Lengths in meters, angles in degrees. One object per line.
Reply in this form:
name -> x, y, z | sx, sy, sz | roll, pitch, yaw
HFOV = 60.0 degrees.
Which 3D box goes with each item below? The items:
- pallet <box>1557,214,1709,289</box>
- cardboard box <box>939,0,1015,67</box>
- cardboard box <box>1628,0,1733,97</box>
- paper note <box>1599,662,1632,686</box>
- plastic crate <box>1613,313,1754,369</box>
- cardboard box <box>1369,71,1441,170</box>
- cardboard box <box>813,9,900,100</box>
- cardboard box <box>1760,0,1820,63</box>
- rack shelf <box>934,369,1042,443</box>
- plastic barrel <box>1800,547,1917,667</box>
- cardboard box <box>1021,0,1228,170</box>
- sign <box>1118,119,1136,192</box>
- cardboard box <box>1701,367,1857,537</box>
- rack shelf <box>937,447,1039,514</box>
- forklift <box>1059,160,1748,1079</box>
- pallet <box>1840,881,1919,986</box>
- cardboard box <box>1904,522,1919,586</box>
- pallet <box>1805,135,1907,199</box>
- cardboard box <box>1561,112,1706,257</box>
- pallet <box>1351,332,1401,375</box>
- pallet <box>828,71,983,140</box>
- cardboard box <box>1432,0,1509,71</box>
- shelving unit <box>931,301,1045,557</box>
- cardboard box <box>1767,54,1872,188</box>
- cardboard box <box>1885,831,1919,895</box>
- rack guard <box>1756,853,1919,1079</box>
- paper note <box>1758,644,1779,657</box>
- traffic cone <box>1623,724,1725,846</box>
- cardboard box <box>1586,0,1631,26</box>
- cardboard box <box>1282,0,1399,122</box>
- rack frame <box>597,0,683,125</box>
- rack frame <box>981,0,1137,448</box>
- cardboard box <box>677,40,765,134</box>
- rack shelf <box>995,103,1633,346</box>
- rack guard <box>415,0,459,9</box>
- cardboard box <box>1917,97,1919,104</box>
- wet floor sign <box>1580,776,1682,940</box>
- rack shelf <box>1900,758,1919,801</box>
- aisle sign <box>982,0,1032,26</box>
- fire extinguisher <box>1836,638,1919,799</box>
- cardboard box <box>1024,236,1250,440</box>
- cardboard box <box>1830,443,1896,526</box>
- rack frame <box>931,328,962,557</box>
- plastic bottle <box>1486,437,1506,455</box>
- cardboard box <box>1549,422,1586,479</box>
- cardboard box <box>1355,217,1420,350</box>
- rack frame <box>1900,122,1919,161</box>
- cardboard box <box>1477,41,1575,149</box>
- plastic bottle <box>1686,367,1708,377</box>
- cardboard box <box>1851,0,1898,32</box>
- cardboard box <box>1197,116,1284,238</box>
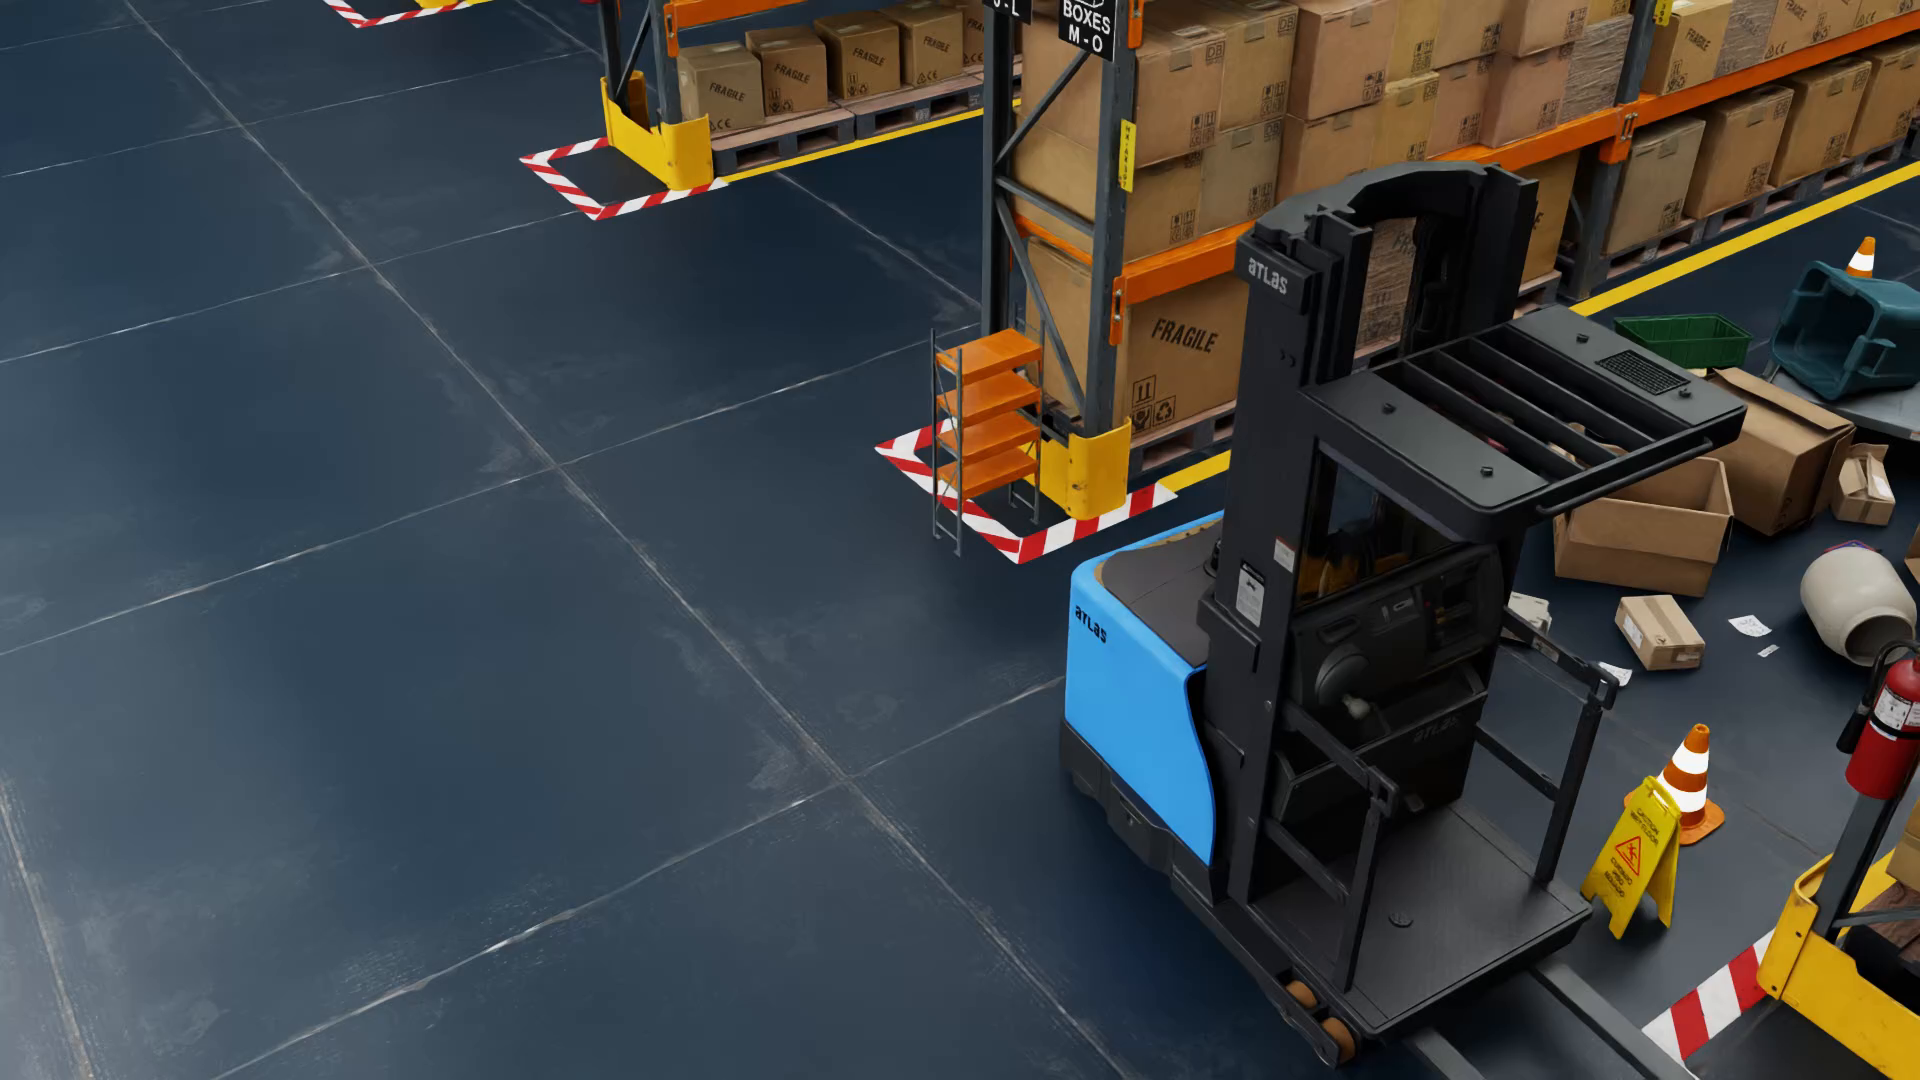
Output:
pallet -> 4.309, -2.156, 11.381 | 1.213, 0.211, 1.003 | -22, 41, -28
cardboard box -> 0.133, -4.238, 13.668 | 0.500, 0.500, 0.500 | -10, 37, -14
cardboard box -> 4.307, -3.082, 10.194 | 0.500, 0.500, 0.500 | -22, 41, -27
paper note -> 3.012, 0.618, 7.677 | 0.148, 0.019, 0.142 | 22, 41, 28
plastic crate -> 4.334, -1.191, 10.009 | 0.662, 0.188, 0.450 | -3, 26, -4
cardboard box -> 2.106, -2.377, 9.170 | 0.500, 0.550, 0.875 | -22, 41, -28
cardboard box -> -0.811, -3.825, 13.094 | 0.500, 0.500, 0.500 | -18, 40, -24
cardboard box -> 5.129, -3.419, 10.663 | 0.500, 0.500, 0.500 | -23, 41, -28
rack shelf -> 0.135, -0.670, 8.199 | 0.480, 0.148, 0.258 | -22, 41, -28
plastic barrel -> 4.202, 0.310, 7.770 | 0.421, 0.421, 0.512 | 3, 36, 4
cardboard box -> 0.778, -2.253, 8.074 | 0.550, 0.550, 0.875 | -22, 41, -28
sign -> 0.767, -1.764, 7.638 | 0.005, 0.325, 0.100 | -22, 41, -28
cardboard box -> 4.123, -0.478, 8.681 | 0.503, 0.637, 0.797 | -22, 41, -28
rack shelf -> 0.135, -0.327, 8.446 | 0.480, 0.148, 0.258 | -22, 41, -28
forklift -> 1.615, 0.375, 5.531 | 1.130, 2.935, 3.031 | -19, 40, -25
pallet -> 4.133, 1.531, 6.254 | 1.213, 0.211, 1.003 | -22, 41, -28
cardboard box -> 4.996, 0.060, 8.049 | 0.500, 0.500, 0.500 | 3, 36, 4
pallet -> 6.303, -2.977, 12.522 | 1.213, 0.211, 1.003 | -22, 41, -28
cardboard box -> 4.177, -2.502, 11.040 | 0.750, 0.750, 1.050 | -23, 41, -28
pallet -> 2.057, -1.230, 10.092 | 1.213, 0.211, 1.003 | -22, 41, -28
pallet -> -0.580, -3.607, 13.397 | 1.213, 0.211, 1.003 | -22, 41, -28
cardboard box -> 2.497, -3.028, 9.151 | 0.550, 0.550, 0.875 | -22, 41, -28
shelving unit -> 0.135, -0.543, 8.290 | 0.503, 1.200, 0.258 | -22, 41, -28
cardboard box -> 5.729, -3.138, 11.925 | 0.750, 0.750, 1.050 | -22, 41, -27
cardboard box -> 3.912, 1.218, 6.296 | 0.500, 0.250, 0.500 | -23, 41, -28
rack guard -> 3.448, 1.670, 5.813 | 0.348, 0.500, 1.175 | -22, 41, -28
paper note -> 3.808, 0.521, 7.830 | 0.123, 0.001, 0.032 | -22, 41, -28
traffic cone -> 2.995, 0.951, 6.845 | 0.334, 0.463, 0.336 | -22, 41, -28
cardboard box -> 3.400, -3.385, 9.647 | 0.550, 0.550, 0.875 | -22, 41, -28
cardboard box -> 1.710, -2.606, 8.564 | 0.550, 0.550, 0.875 | -22, 41, -28
rack frame -> -2.323, -4.049, 11.624 | 0.127, 3.000, 1.000 | -22, 41, -28
rack frame -> 0.452, -1.648, 8.285 | 0.127, 3.000, 1.000 | -22, 41, -28
cardboard box -> -1.803, -3.406, 12.512 | 0.500, 0.500, 0.500 | -15, 38, -20
rack shelf -> 2.087, -2.028, 9.430 | 4.000, 0.370, 1.077 | -22, 41, -28
rack guard -> -5.141, -5.446, 15.707 | 0.348, 0.500, 1.175 | -22, 41, -28
cardboard box -> 7.716, -3.610, 12.795 | 0.500, 0.500, 0.500 | -24, 42, -30
wet floor sign -> 2.615, 1.190, 6.356 | 0.232, 0.644, 0.267 | -9, 37, -12
rack shelf -> 5.021, 0.300, 6.193 | 4.000, 0.370, 1.077 | -22, 41, -28
aisle sign -> 0.221, -2.822, 7.692 | 0.004, 0.787, 0.394 | -22, 41, -28
fire extinguisher -> 3.027, 0.531, 5.322 | 0.183, 0.674, 0.296 | -22, 41, -28
cardboard box -> 0.968, -1.215, 9.144 | 0.875, 0.875, 0.875 | -22, 41, -28
cardboard box -> 4.754, -0.305, 8.760 | 0.258, 0.266, 0.396 | 9, 37, 12
rack frame -> -0.064, -0.461, 8.176 | 0.015, 1.200, 0.240 | -22, 41, -28
plastic bottle -> 3.070, -0.515, 9.227 | 0.283, 0.061, 0.133 | 22, 41, 28
cardboard box -> 3.378, -0.426, 8.928 | 0.258, 0.266, 0.396 | -15, 38, -20
cardboard box -> 2.433, -1.818, 9.982 | 0.875, 0.875, 0.875 | -22, 41, -28
rack frame -> 6.991, -4.338, 12.027 | 0.127, 3.000, 1.000 | -22, 41, -28
cardboard box -> 2.990, -2.728, 9.659 | 0.550, 0.550, 0.875 | -22, 41, -28
plastic bottle -> 4.365, -0.987, 9.883 | 0.133, 0.061, 0.283 | 15, 38, 20
cardboard box -> 5.961, -3.764, 11.142 | 0.500, 0.500, 0.500 | -23, 42, -29
cardboard box -> 1.166, -2.050, 8.717 | 0.550, 0.550, 0.875 | -22, 41, -28
